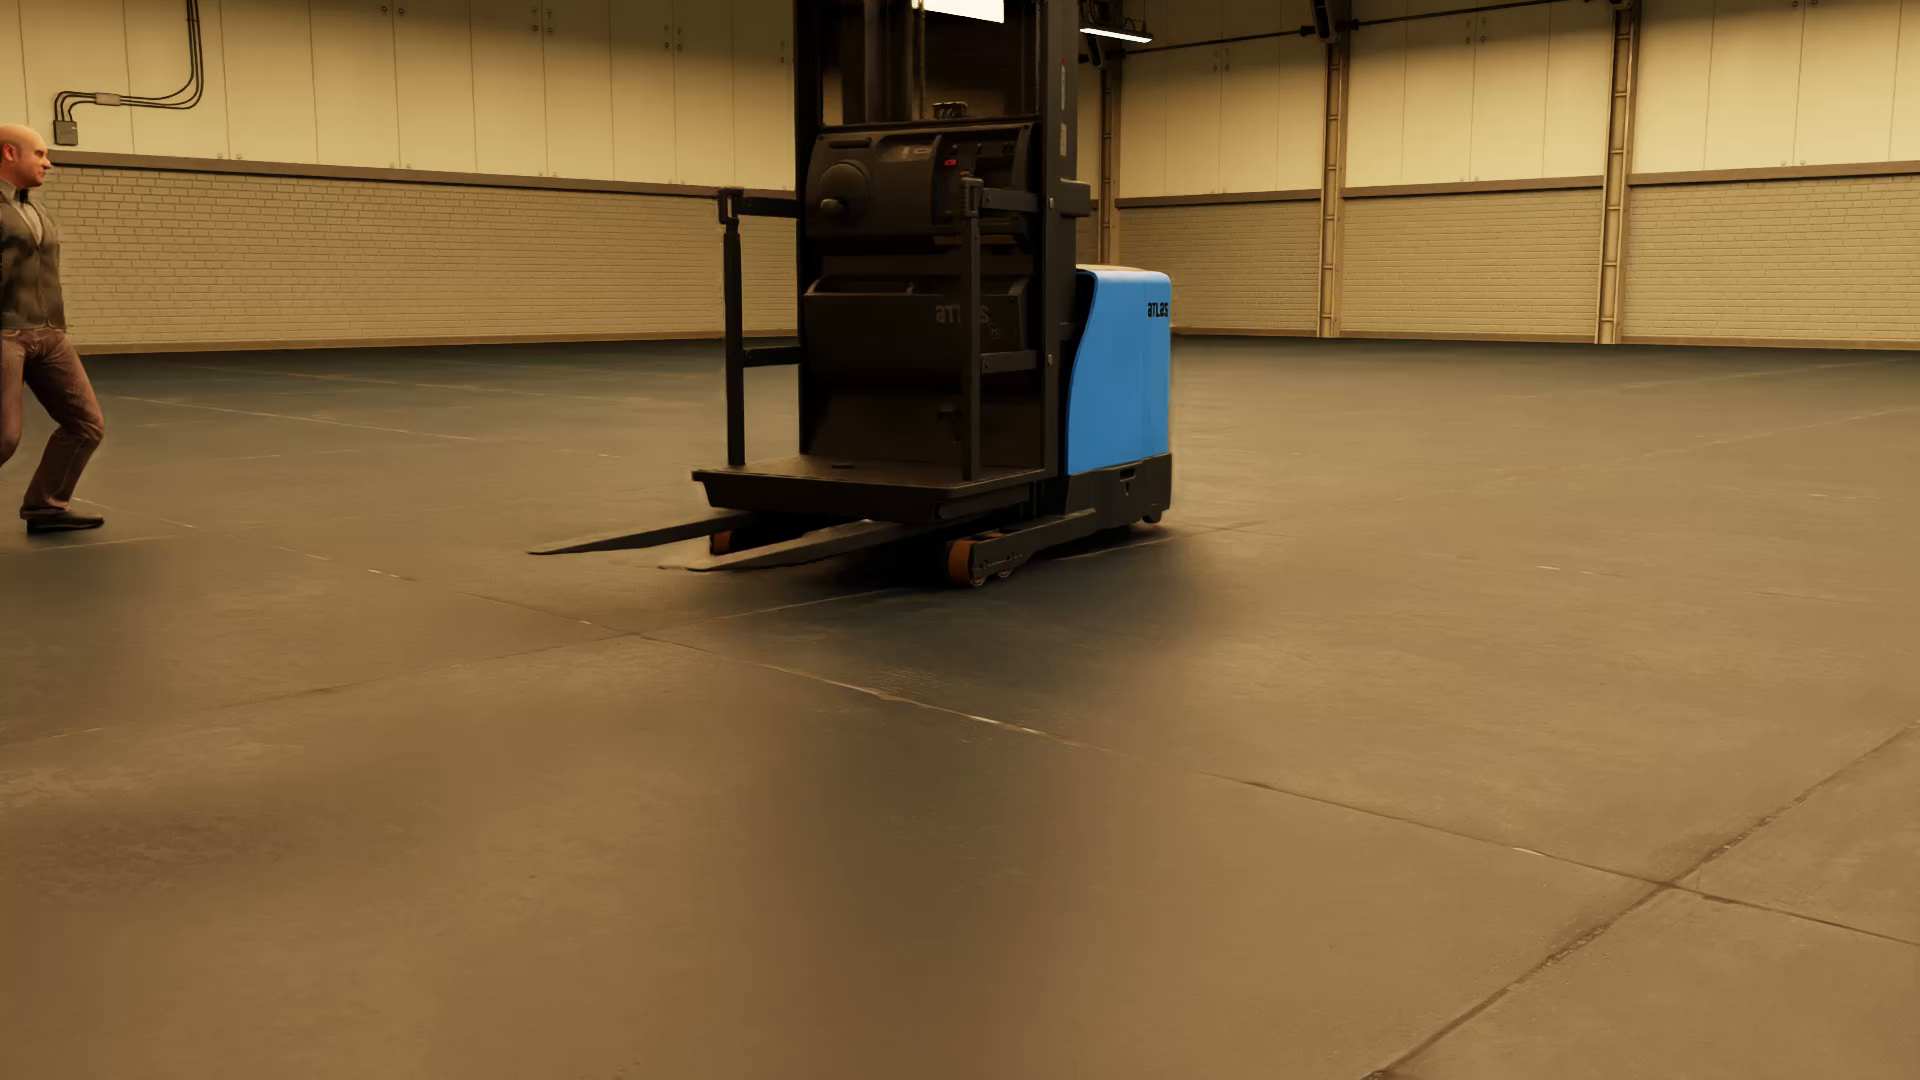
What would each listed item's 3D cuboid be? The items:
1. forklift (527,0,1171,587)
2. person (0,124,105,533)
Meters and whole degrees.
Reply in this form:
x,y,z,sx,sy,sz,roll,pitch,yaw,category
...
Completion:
x,y,z,sx,sy,sz,roll,pitch,yaw,category
-0.263,-1.365,5.938,1.130,2.935,3.031,5,10,29,forklift
-3.839,-0.794,6.601,0.483,1.689,0.873,2,9,11,person
